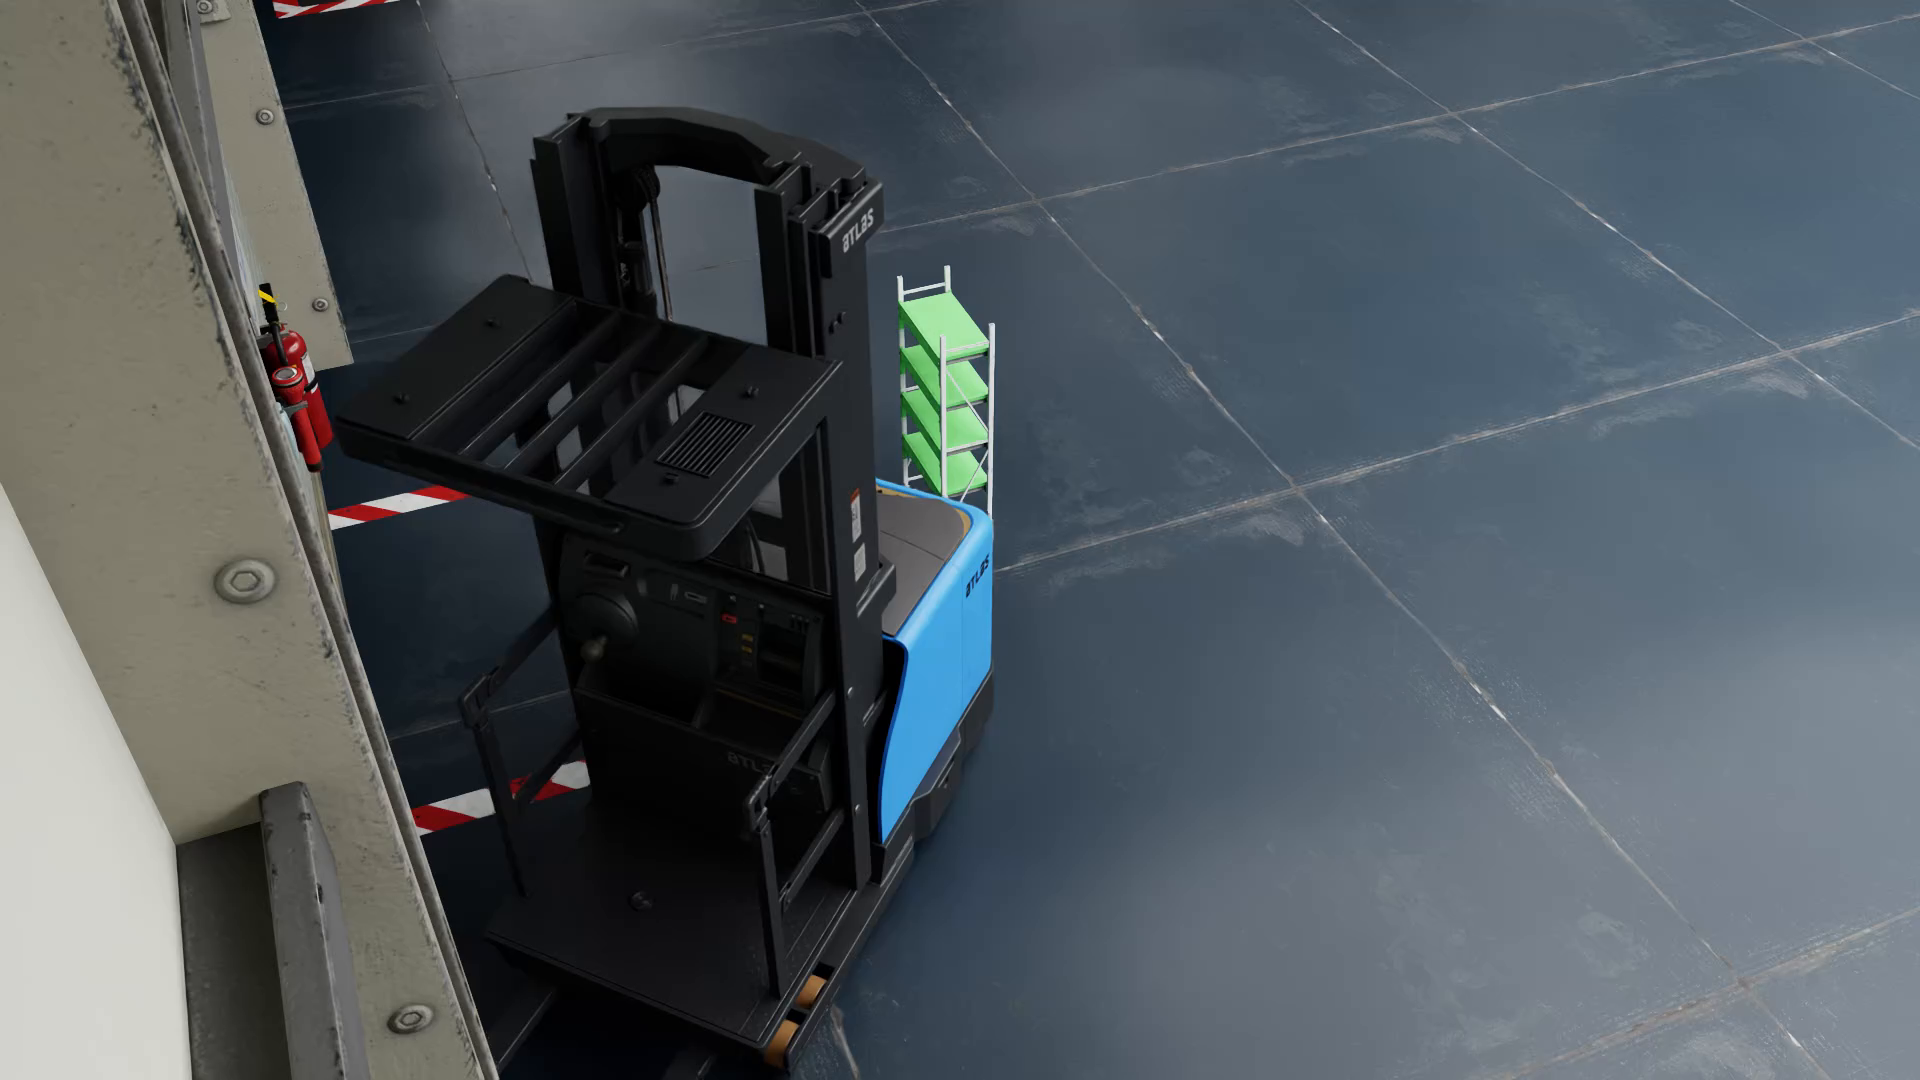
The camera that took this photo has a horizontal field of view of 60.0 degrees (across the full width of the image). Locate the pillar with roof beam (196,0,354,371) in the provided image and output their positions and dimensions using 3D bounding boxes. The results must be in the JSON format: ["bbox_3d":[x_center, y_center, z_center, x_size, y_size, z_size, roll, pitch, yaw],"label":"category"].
[{"bbox_3d":[0.569,-5.498,7.160,9.100,9.000,0.400,-15,43,-17],"label":"pillar with roof beam"}]

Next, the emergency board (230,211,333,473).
[{"bbox_3d":[-2.498,-0.651,6.125,0.194,1.169,0.643,-15,43,-17],"label":"emergency board"}]

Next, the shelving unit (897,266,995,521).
[{"bbox_3d":[-0.063,-0.555,7.393,0.258,1.200,0.503,-15,43,-17],"label":"shelving unit"}]

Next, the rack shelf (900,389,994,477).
[{"bbox_3d":[-0.063,-0.506,7.435,0.258,0.148,0.480,-15,43,-17],"label":"rack shelf"}]

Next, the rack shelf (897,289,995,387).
[{"bbox_3d":[-0.063,-0.870,7.122,0.258,0.148,0.480,-15,43,-17],"label":"rack shelf"}]

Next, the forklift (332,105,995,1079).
[{"bbox_3d":[-0.928,0.342,5.023,1.130,2.935,3.031,16,43,18],"label":"forklift"}]

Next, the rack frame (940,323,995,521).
[{"bbox_3d":[0.030,-0.408,7.222,0.240,1.200,0.015,-15,43,-17],"label":"rack frame"}]

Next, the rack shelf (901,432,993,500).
[{"bbox_3d":[-0.063,-0.324,7.592,0.258,0.148,0.480,-15,43,-17],"label":"rack shelf"}]

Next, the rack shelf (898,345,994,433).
[{"bbox_3d":[-0.063,-0.688,7.279,0.258,0.148,0.480,-15,43,-17],"label":"rack shelf"}]

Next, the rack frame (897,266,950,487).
[{"bbox_3d":[-0.157,-0.702,7.564,0.240,1.200,0.015,-15,43,-17],"label":"rack frame"}]
